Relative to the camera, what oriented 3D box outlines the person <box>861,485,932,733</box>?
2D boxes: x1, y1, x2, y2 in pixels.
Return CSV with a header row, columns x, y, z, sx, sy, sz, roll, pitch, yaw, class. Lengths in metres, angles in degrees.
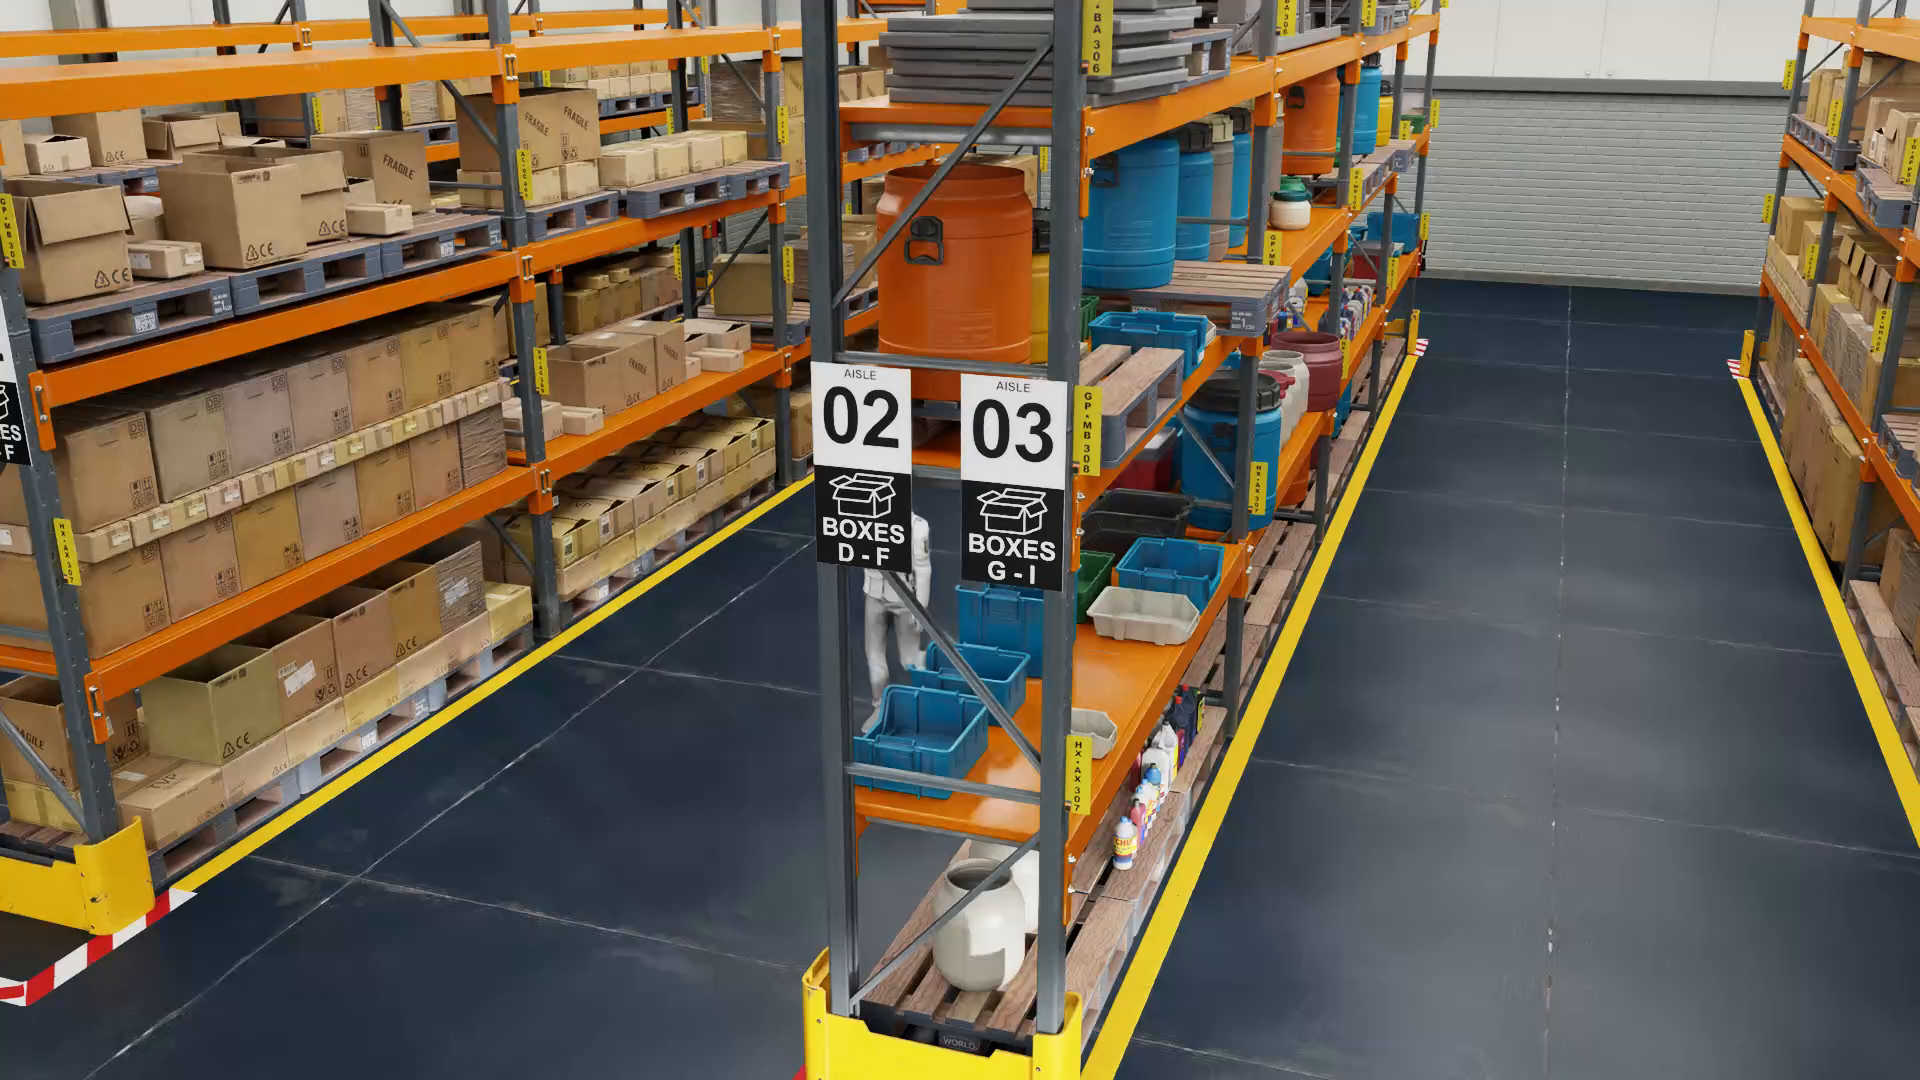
x,y,z,sx,sy,sz,roll,pitch,yaw,class
-0.394,0.352,10.430,0.479,1.672,0.648,8,20,23,person
